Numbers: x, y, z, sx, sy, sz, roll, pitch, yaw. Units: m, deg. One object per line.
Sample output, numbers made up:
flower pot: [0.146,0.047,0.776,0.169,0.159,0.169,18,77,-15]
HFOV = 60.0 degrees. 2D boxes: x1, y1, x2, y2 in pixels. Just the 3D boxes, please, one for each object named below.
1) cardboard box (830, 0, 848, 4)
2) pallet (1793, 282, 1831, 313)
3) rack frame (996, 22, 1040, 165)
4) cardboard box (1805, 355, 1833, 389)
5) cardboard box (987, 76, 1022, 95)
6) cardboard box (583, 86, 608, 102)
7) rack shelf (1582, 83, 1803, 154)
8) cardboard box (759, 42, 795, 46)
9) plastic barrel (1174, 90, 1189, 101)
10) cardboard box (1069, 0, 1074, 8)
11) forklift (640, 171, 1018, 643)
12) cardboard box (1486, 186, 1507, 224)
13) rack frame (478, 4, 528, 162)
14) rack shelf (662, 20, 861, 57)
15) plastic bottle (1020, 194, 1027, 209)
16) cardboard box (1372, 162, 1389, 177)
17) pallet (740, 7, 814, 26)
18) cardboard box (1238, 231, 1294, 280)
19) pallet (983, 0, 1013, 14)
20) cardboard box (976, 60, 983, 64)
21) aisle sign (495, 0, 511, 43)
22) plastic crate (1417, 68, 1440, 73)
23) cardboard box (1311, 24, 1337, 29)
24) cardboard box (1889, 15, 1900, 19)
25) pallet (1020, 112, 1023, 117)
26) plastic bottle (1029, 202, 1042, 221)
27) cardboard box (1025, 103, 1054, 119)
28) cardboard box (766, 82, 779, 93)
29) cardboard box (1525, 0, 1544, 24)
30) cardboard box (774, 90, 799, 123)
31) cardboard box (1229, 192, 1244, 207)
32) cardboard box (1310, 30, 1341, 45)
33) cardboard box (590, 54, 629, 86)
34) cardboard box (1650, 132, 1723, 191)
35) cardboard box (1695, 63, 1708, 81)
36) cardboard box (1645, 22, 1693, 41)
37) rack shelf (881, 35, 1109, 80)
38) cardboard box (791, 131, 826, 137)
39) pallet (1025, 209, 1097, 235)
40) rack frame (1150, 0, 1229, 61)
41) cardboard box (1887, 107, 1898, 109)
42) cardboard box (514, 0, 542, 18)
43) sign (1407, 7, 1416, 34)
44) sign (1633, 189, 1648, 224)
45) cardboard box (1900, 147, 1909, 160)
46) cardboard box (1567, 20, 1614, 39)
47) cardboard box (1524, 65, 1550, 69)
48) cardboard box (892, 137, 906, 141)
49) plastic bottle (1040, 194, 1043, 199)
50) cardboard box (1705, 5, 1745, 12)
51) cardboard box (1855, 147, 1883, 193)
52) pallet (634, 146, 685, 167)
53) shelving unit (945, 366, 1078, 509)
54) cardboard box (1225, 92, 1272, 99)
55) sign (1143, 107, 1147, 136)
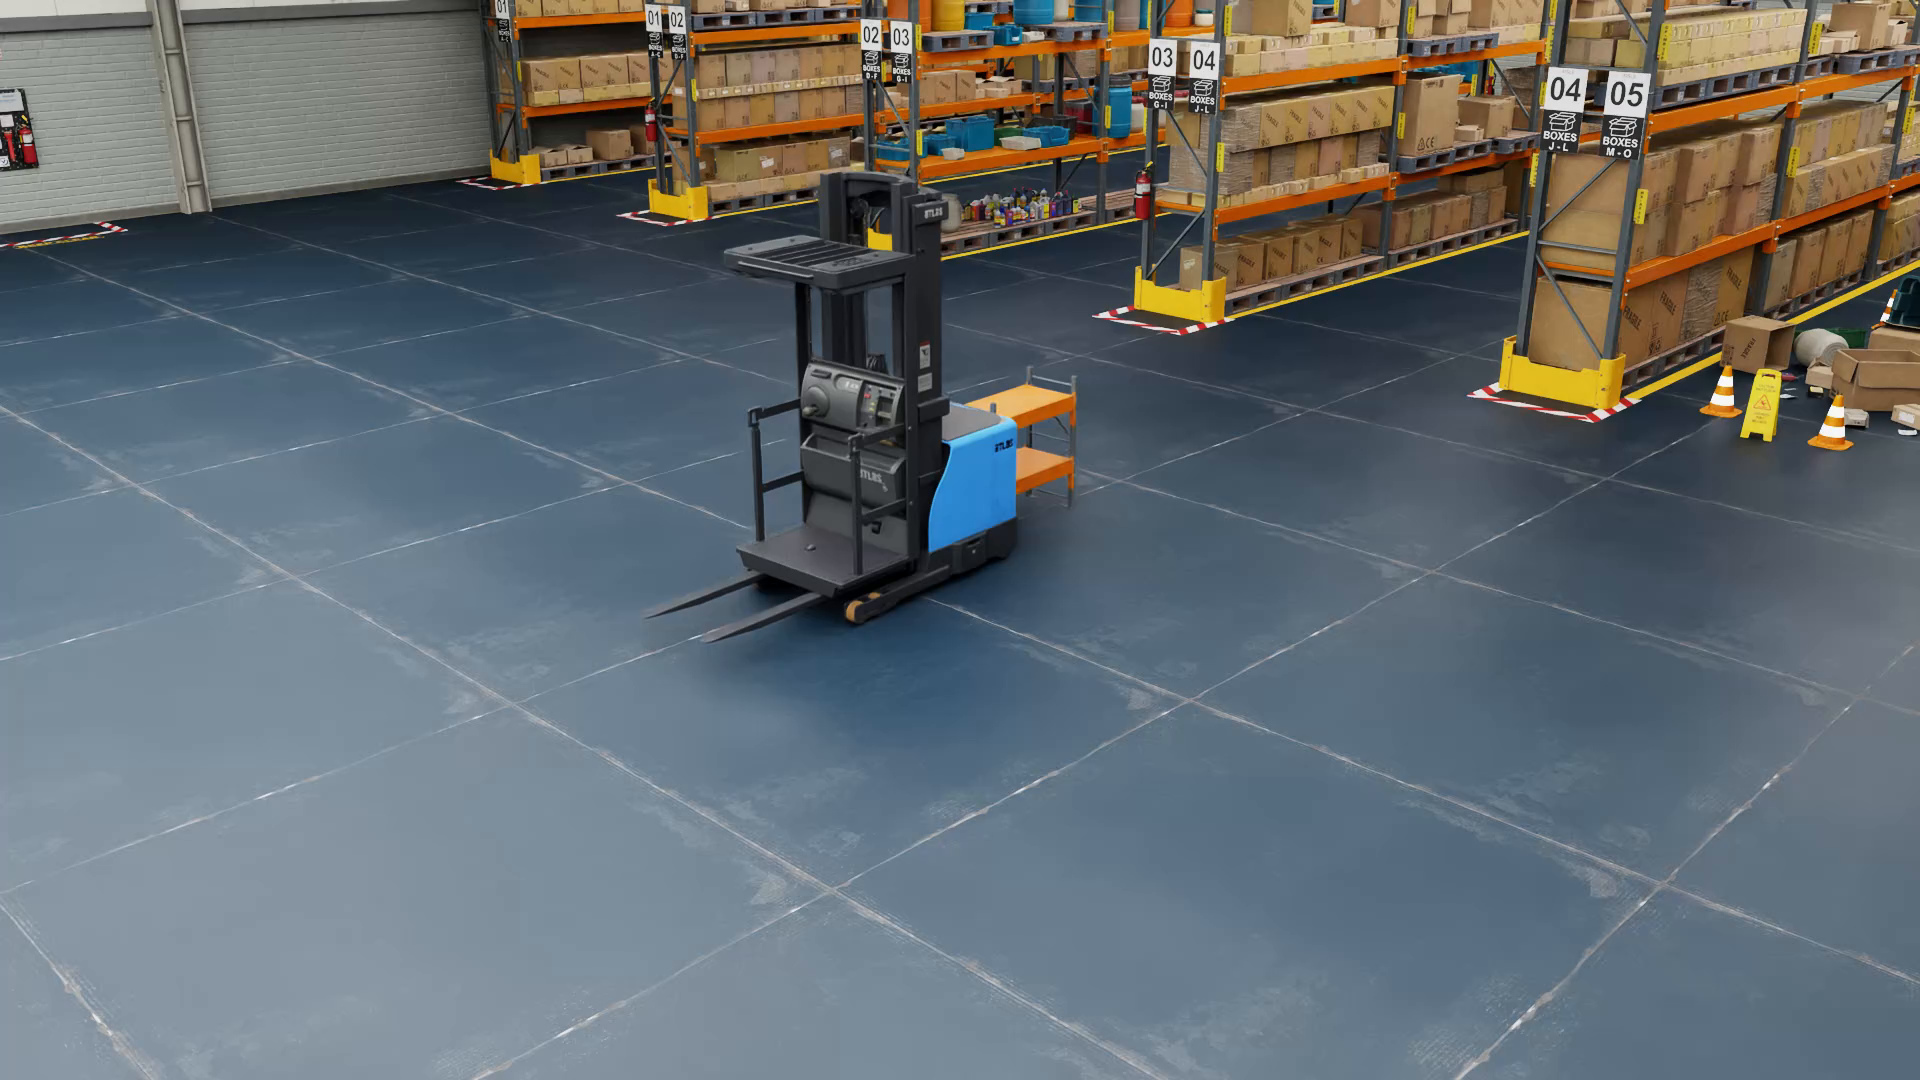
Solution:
cardboard box: [-2.236,-9.297,27.982,0.500,0.500,0.500,-17,27,-38]
pallet: [10.218,-3.136,20.939,1.003,0.211,1.213,19,28,41]
rack frame: [1.094,-8.681,31.479,1.000,3.000,0.127,19,28,41]
cardboard box: [9.003,-1.726,17.195,0.258,0.266,0.396,-14,25,-33]
cardboard box: [0.809,-8.557,31.280,0.500,0.311,0.500,-18,27,-39]
cardboard box: [-6.759,-8.115,30.188,0.500,0.250,0.500,19,28,40]
rack shelf: [7.487,-4.455,17.307,1.077,0.370,4.000,19,28,41]
cardboard box: [-3.632,-9.723,33.437,0.700,0.500,0.500,19,28,41]
plastic barrel: [3.488,-6.966,26.829,0.433,0.535,0.433,0,21,0]
cardboard box: [1.730,-10.379,31.578,0.910,0.500,0.500,19,28,41]
forklift: [-0.902,-0.985,11.552,1.130,2.935,3.031,17,27,38]
cardboard box: [7.736,-5.062,24.934,0.700,0.500,0.500,17,27,38]
rack frame: [-8.038,-7.863,29.352,1.000,3.000,0.127,19,28,41]
rack shelf: [-3.091,-8.203,27.057,1.077,0.370,4.000,19,28,41]
plastic bottle: [0.975,-5.173,25.541,0.097,0.271,0.097,0,21,0]
cardboard box: [5.460,-4.926,22.061,0.380,0.149,0.250,19,28,41]
pallet: [-3.124,-8.474,26.882,1.003,0.211,1.213,19,28,41]
cardboard box: [3.899,-3.648,21.284,0.500,0.500,0.500,-17,27,-37]
pallet: [0.685,-9.796,30.463,1.003,0.211,1.213,-19,28,-40]
cardboard box: [0.300,-10.682,37.008,0.380,0.149,0.250,20,28,41]
aisle sign: [-7.874,-8.983,28.642,0.394,0.787,0.004,19,28,41]
plastic crate: [9.354,-9.296,33.230,0.416,0.233,0.300,19,28,41]
cardboard box: [4.609,-6.532,21.361,0.380,0.149,0.250,20,28,41]
cardboard box: [11.889,-6.590,21.720,0.500,0.500,0.500,19,28,41]
pallet: [1.771,-10.137,39.155,1.003,0.211,1.213,19,28,41]
plastic bottle: [1.132,-4.935,24.917,0.135,0.276,0.152,-20,28,-41]
cardboard box: [1.615,-8.384,32.533,0.500,0.250,0.500,-19,28,-40]
cardboard box: [-3.162,-7.352,26.979,0.380,0.149,0.250,19,28,40]
cardboard box: [8.036,-7.695,23.898,0.500,0.500,0.500,-19,28,-41]
cardboard box: [-3.074,-7.187,27.452,0.500,0.500,0.700,-19,28,-40]
cardboard box: [3.166,-4.100,19.911,0.380,0.149,0.250,19,28,41]
cardboard box: [4.464,-6.193,20.478,0.250,0.149,0.380,-19,28,-40]
cardboard box: [-6.422,-8.592,30.383,0.500,0.500,0.500,-19,28,-40]
cardboard box: [7.460,-3.980,17.534,0.875,0.550,0.500,19,28,41]
cardboard box: [7.090,-4.605,16.320,0.380,0.149,0.250,20,28,41]
cardboard box: [6.728,-4.845,15.832,0.380,0.149,0.250,19,28,41]
rack shelf: [0.455,-6.962,23.829,1.077,0.370,4.000,19,28,41]
cardboard box: [-2.587,-6.744,28.641,0.500,0.500,0.500,19,28,41]
pallet: [1.352,-4.948,25.654,1.003,0.211,1.213,19,28,41]
rack frame: [2.609,-6.944,18.599,1.000,3.000,0.127,19,28,41]
cardboard box: [13.134,-6.064,23.606,0.380,0.149,0.250,19,28,40]
cardboard box: [-7.626,-9.343,28.853,0.500,0.500,0.500,-19,28,-41]
sign: [5.793,-6.680,21.372,0.100,0.325,0.005,19,28,41]
sign: [6.485,-3.177,15.843,0.100,0.325,0.005,19,28,41]
cardboard box: [12.317,-5.145,22.045,0.250,0.149,0.380,-18,28,-39]
cardboard box: [6.084,-4.946,16.095,0.380,0.149,0.250,20,28,41]
cardboard box: [9.168,-7.066,25.740,0.637,0.503,0.797,-19,28,-41]
cardboard box: [-0.876,-6.998,29.567,0.500,0.311,0.500,19,28,40]
plastic bottle: [1.243,-5.313,26.003,0.097,0.201,0.097,0,21,0]
cardboard box: [8.385,-5.794,18.302,0.380,0.149,0.250,20,28,41]
cardboard box: [11.202,-4.669,20.902,0.500,0.500,0.500,19,28,41]
pallet: [-5.691,-7.408,32.055,1.003,0.211,1.213,19,28,41]
shelving unit: [0.414,-0.708,13.349,0.538,1.125,1.048,17,27,38]
cardboard box: [3.510,-5.257,20.624,0.500,0.500,0.500,19,28,41]
sign: [2.225,-4.976,19.786,0.100,0.325,0.005,19,28,41]
